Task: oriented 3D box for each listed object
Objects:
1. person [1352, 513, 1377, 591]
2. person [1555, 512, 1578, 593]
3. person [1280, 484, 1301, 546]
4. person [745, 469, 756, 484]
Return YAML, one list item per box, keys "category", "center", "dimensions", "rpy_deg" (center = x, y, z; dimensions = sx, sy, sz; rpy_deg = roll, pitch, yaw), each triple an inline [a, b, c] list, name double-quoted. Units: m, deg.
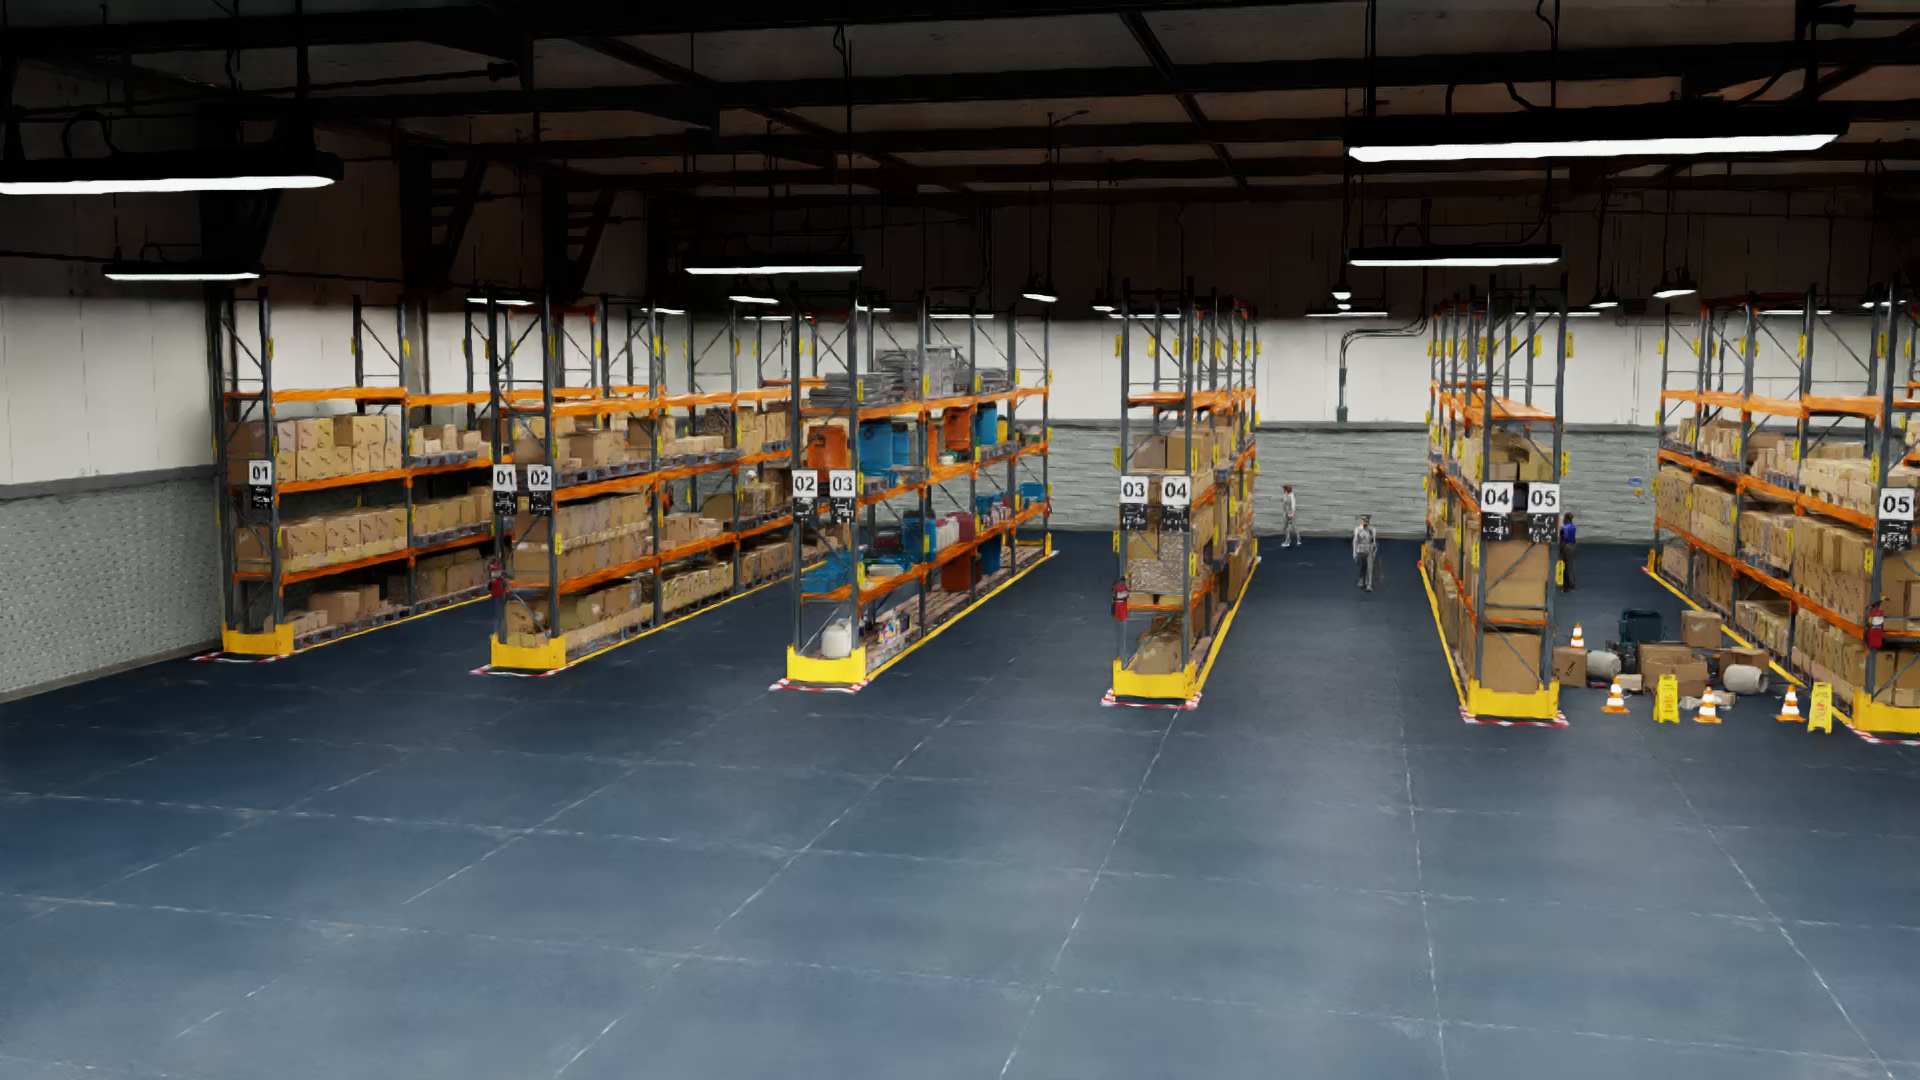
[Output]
- category: "person"
  center: [8.407, 0.224, 34.593]
  dimensions: [0.495, 1.589, 1.086]
  rpy_deg: [2, 7, 15]
- category: "person"
  center: [12.503, 0.235, 34.275]
  dimensions: [0.545, 1.652, 0.574]
  rpy_deg: [6, 9, 40]
- category: "person"
  center: [8.442, -0.641, 42.356]
  dimensions: [0.532, 1.586, 0.457]
  rpy_deg: [-3, 7, -25]
- category: "person"
  center: [-5.635, -1.072, 45.447]
  dimensions: [0.553, 1.725, 1.030]
  rpy_deg: [1, 7, 12]
